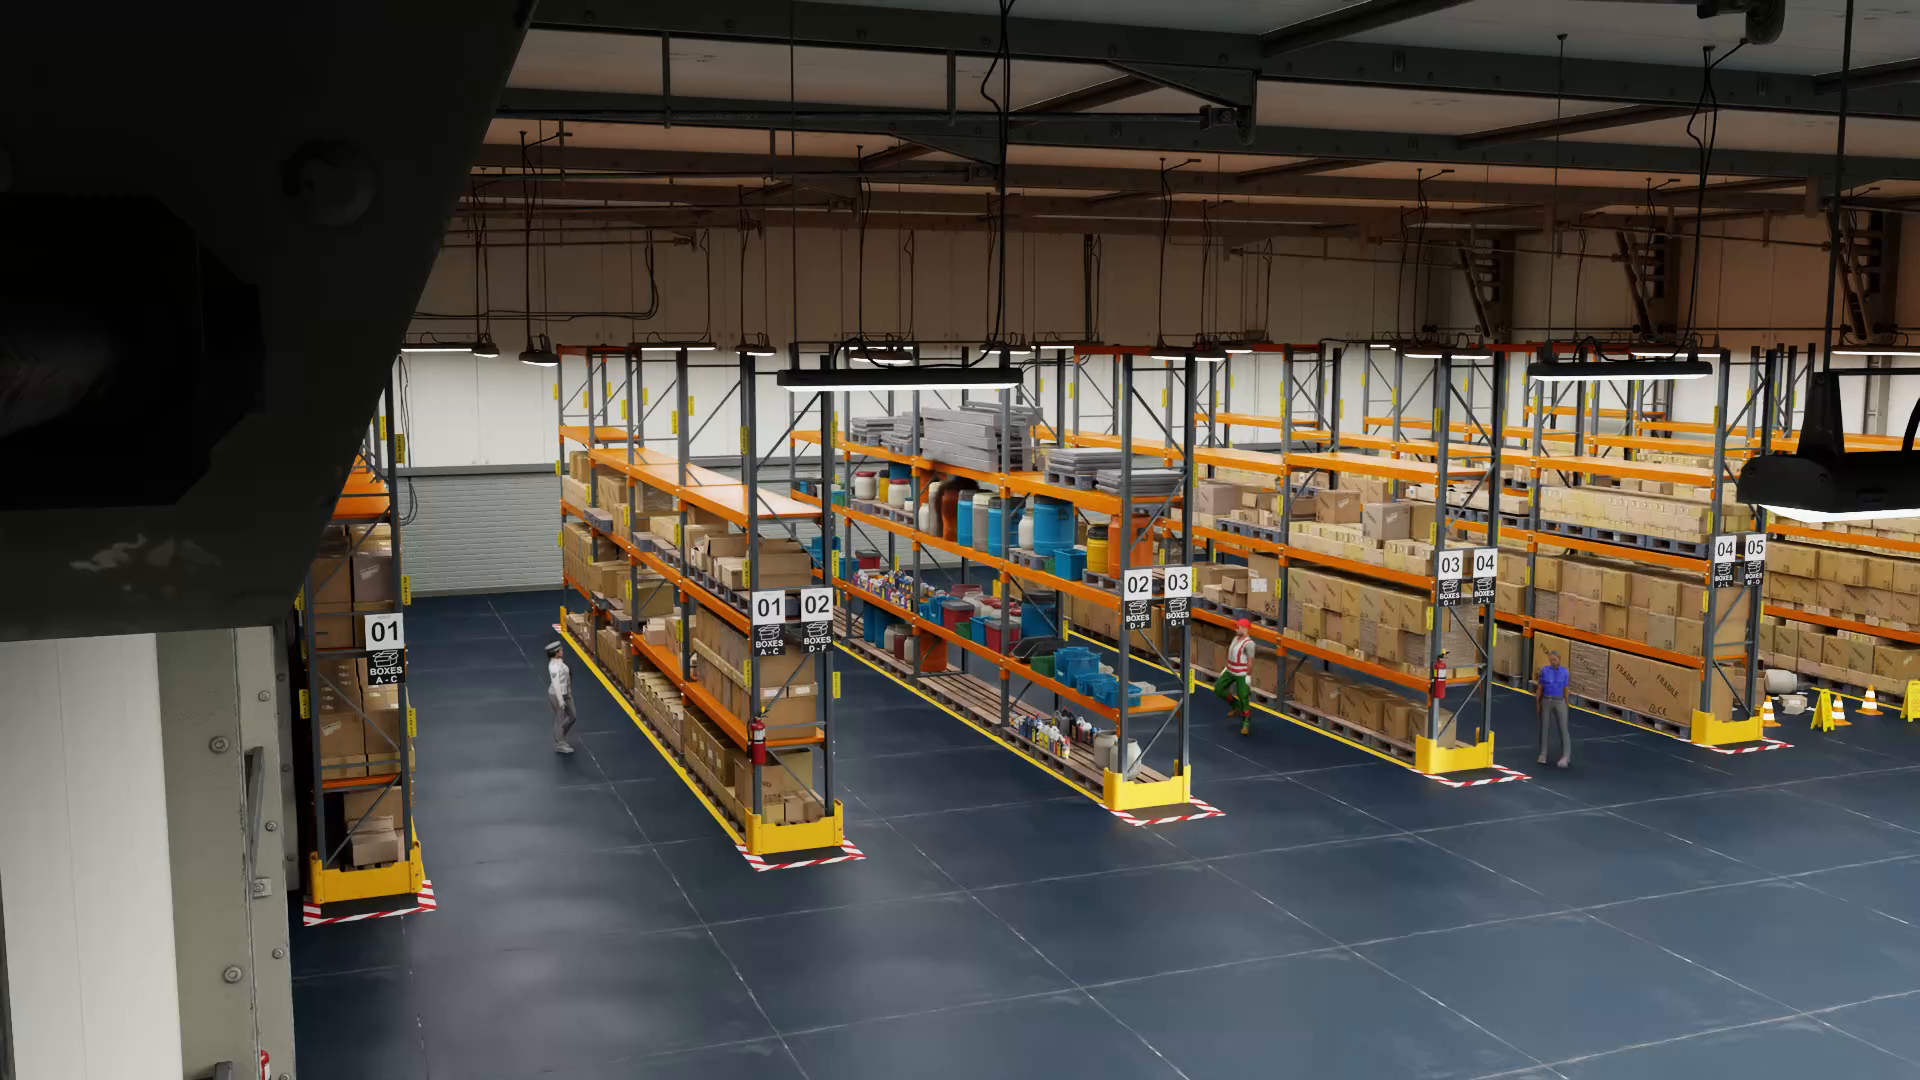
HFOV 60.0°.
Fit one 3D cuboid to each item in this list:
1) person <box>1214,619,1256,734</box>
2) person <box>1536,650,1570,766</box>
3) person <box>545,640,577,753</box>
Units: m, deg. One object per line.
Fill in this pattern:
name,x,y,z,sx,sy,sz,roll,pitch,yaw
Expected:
person,4.351,2.118,26.103,0.497,1.786,0.622,-4,8,-27
person,8.677,2.439,24.295,0.509,1.674,0.378,3,8,21
person,-5.990,2.344,24.960,0.420,1.696,0.532,1,7,11
